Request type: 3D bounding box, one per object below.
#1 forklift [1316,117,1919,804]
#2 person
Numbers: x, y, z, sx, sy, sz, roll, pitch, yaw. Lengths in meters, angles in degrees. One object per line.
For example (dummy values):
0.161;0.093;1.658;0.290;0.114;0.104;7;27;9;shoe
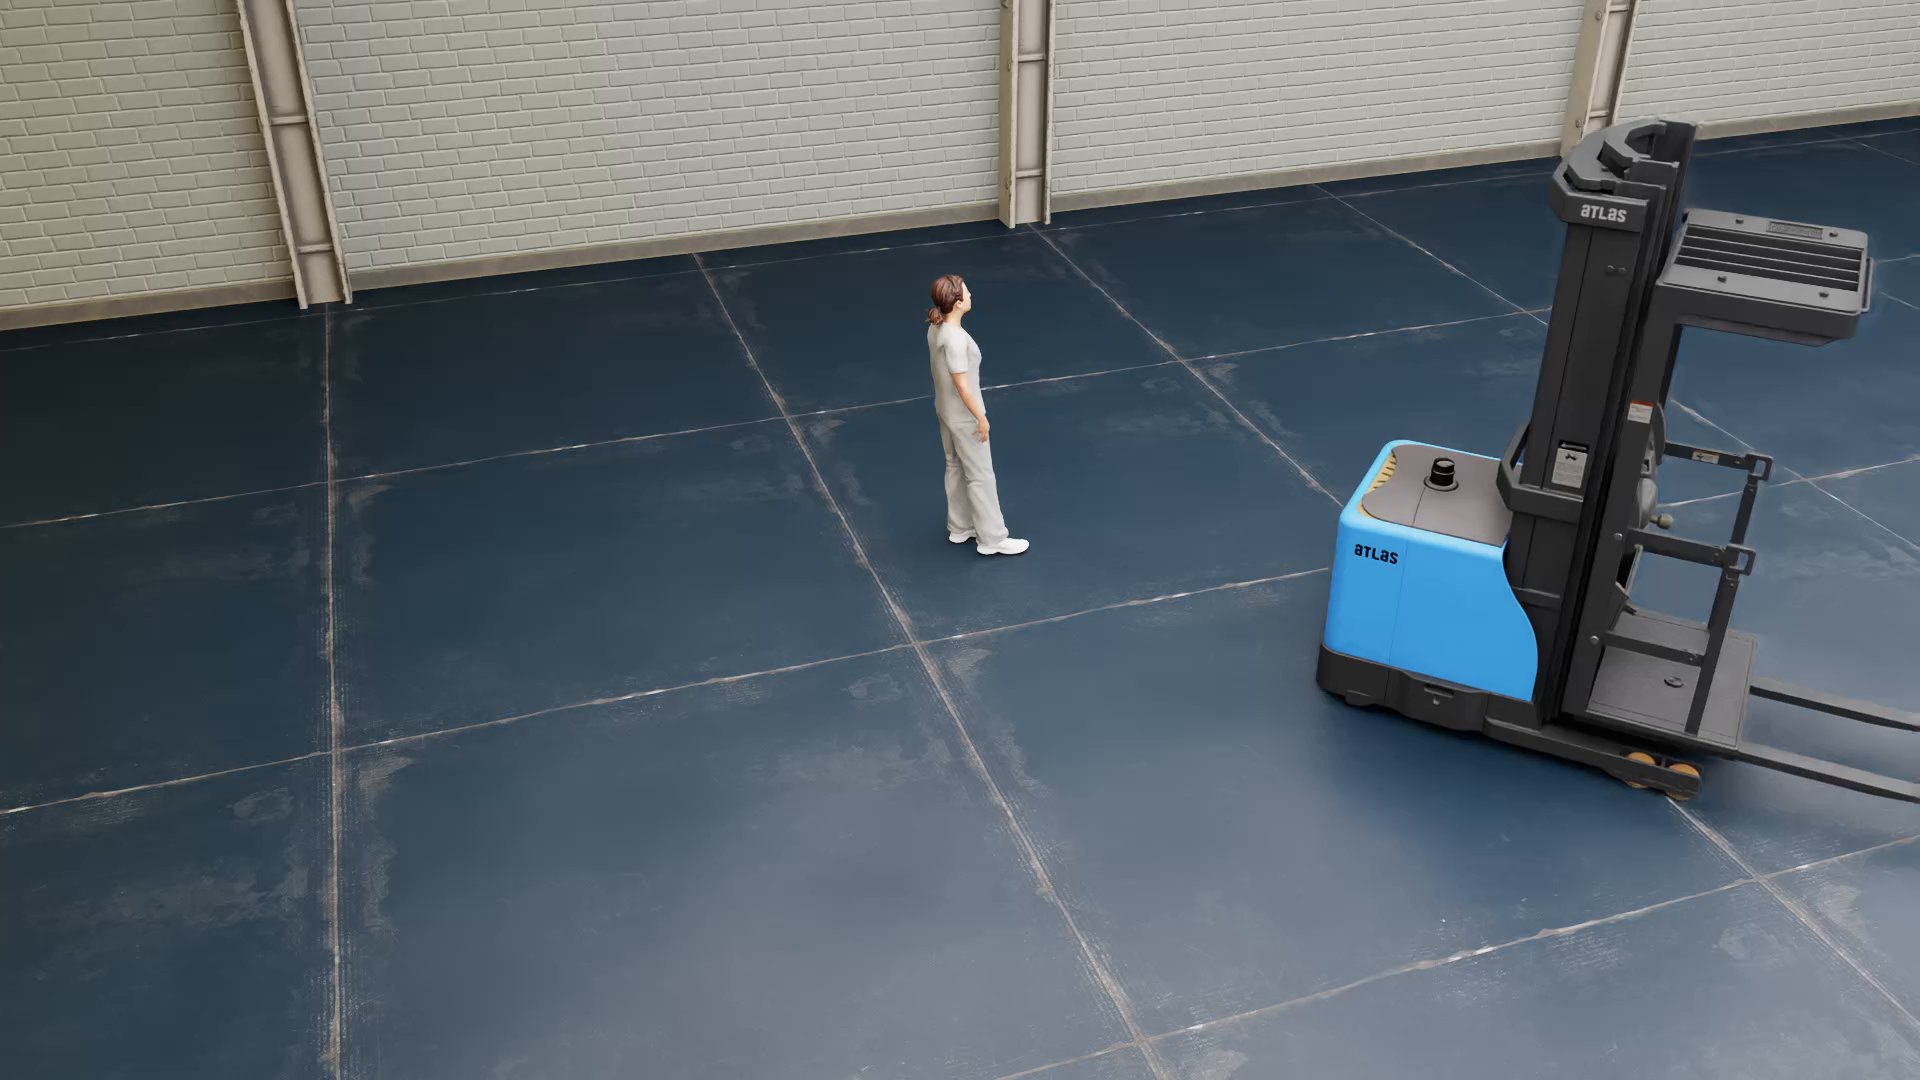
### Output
3.395;-0.343;7.683;3.031;2.935;1.130;14;33;23;forklift
0.074;-0.738;9.614;0.549;1.675;0.550;-10;31;-16;person
